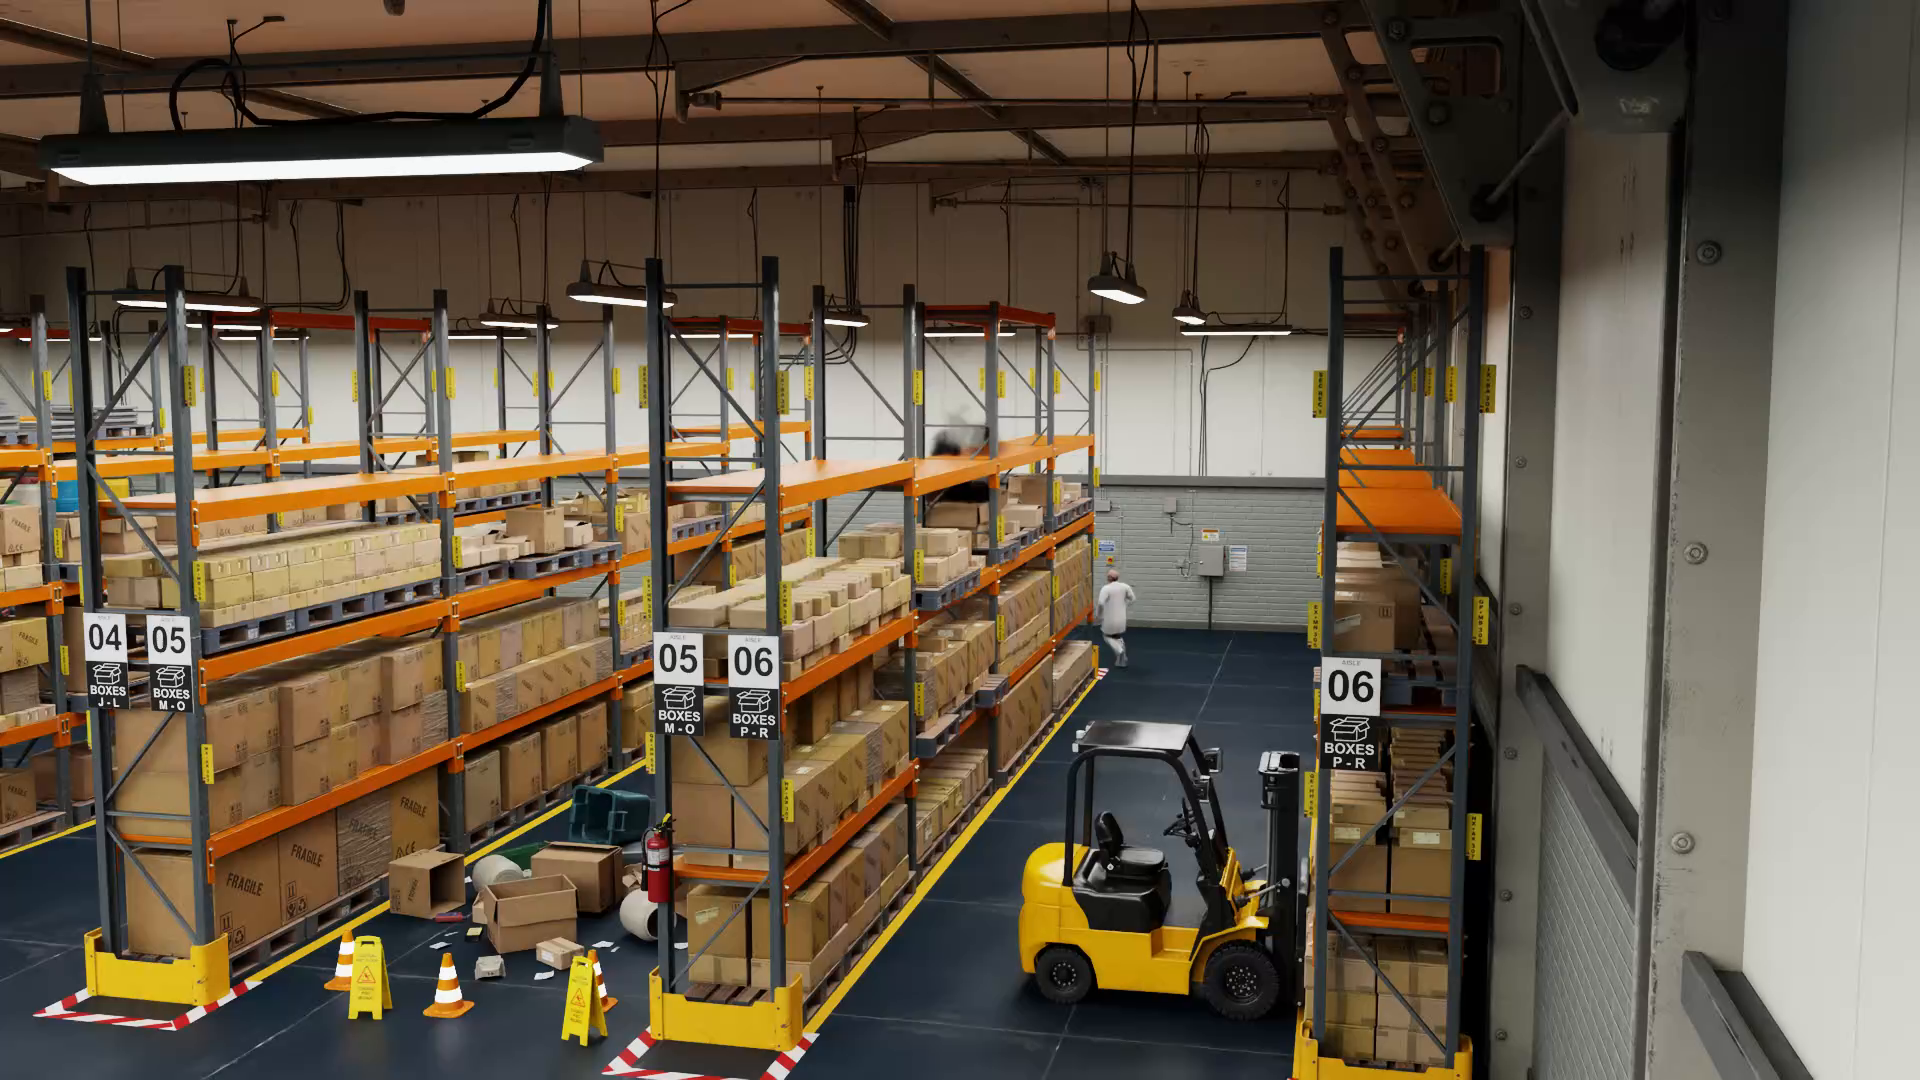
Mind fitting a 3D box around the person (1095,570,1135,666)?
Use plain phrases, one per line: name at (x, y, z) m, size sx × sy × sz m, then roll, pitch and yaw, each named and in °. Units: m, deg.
person at (2.692, 1.371, 29.111) m, size 0.784 × 1.731 × 0.569 m, roll -3°, pitch 6°, yaw -25°
